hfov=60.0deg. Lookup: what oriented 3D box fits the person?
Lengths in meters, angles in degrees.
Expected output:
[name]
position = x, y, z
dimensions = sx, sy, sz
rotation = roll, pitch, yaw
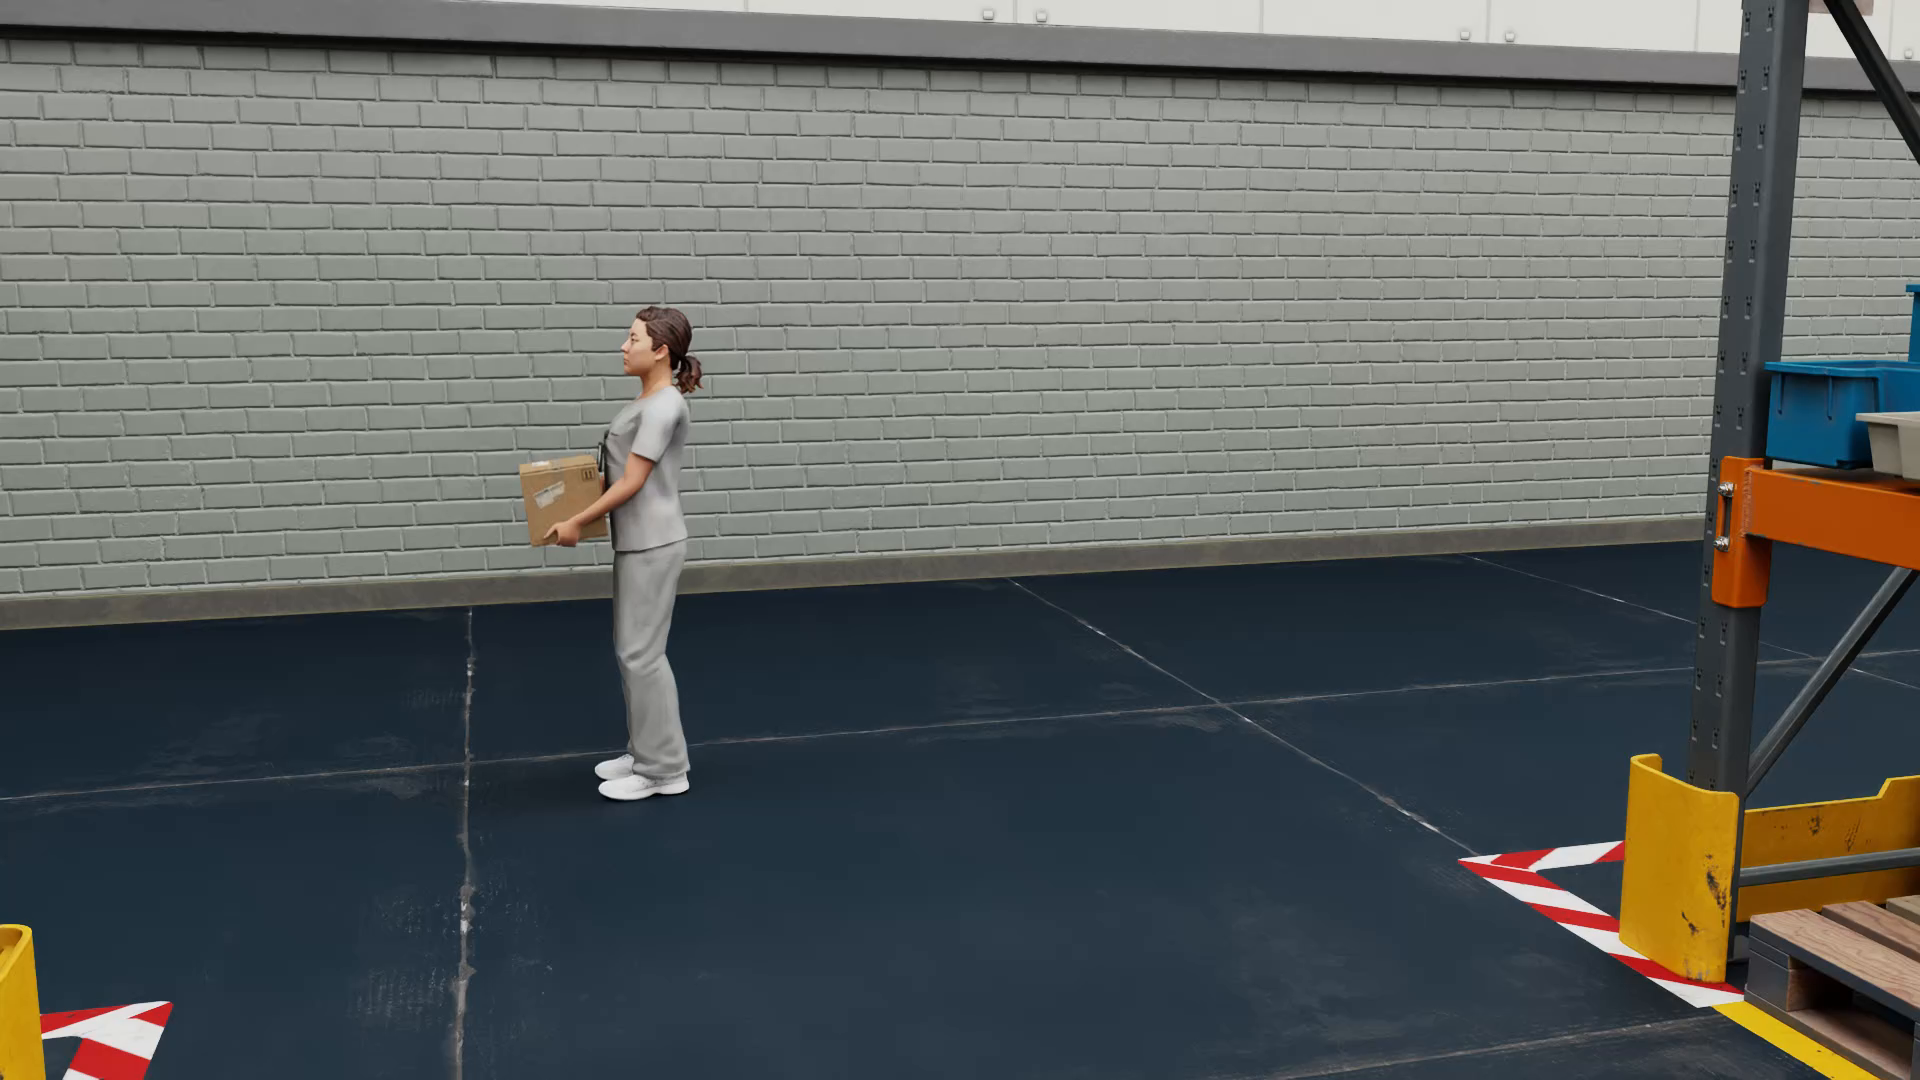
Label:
[person]
position = -1.134, 0.169, 5.684
dimensions = 0.555, 1.405, 0.437
rotation = -3, 10, -15
